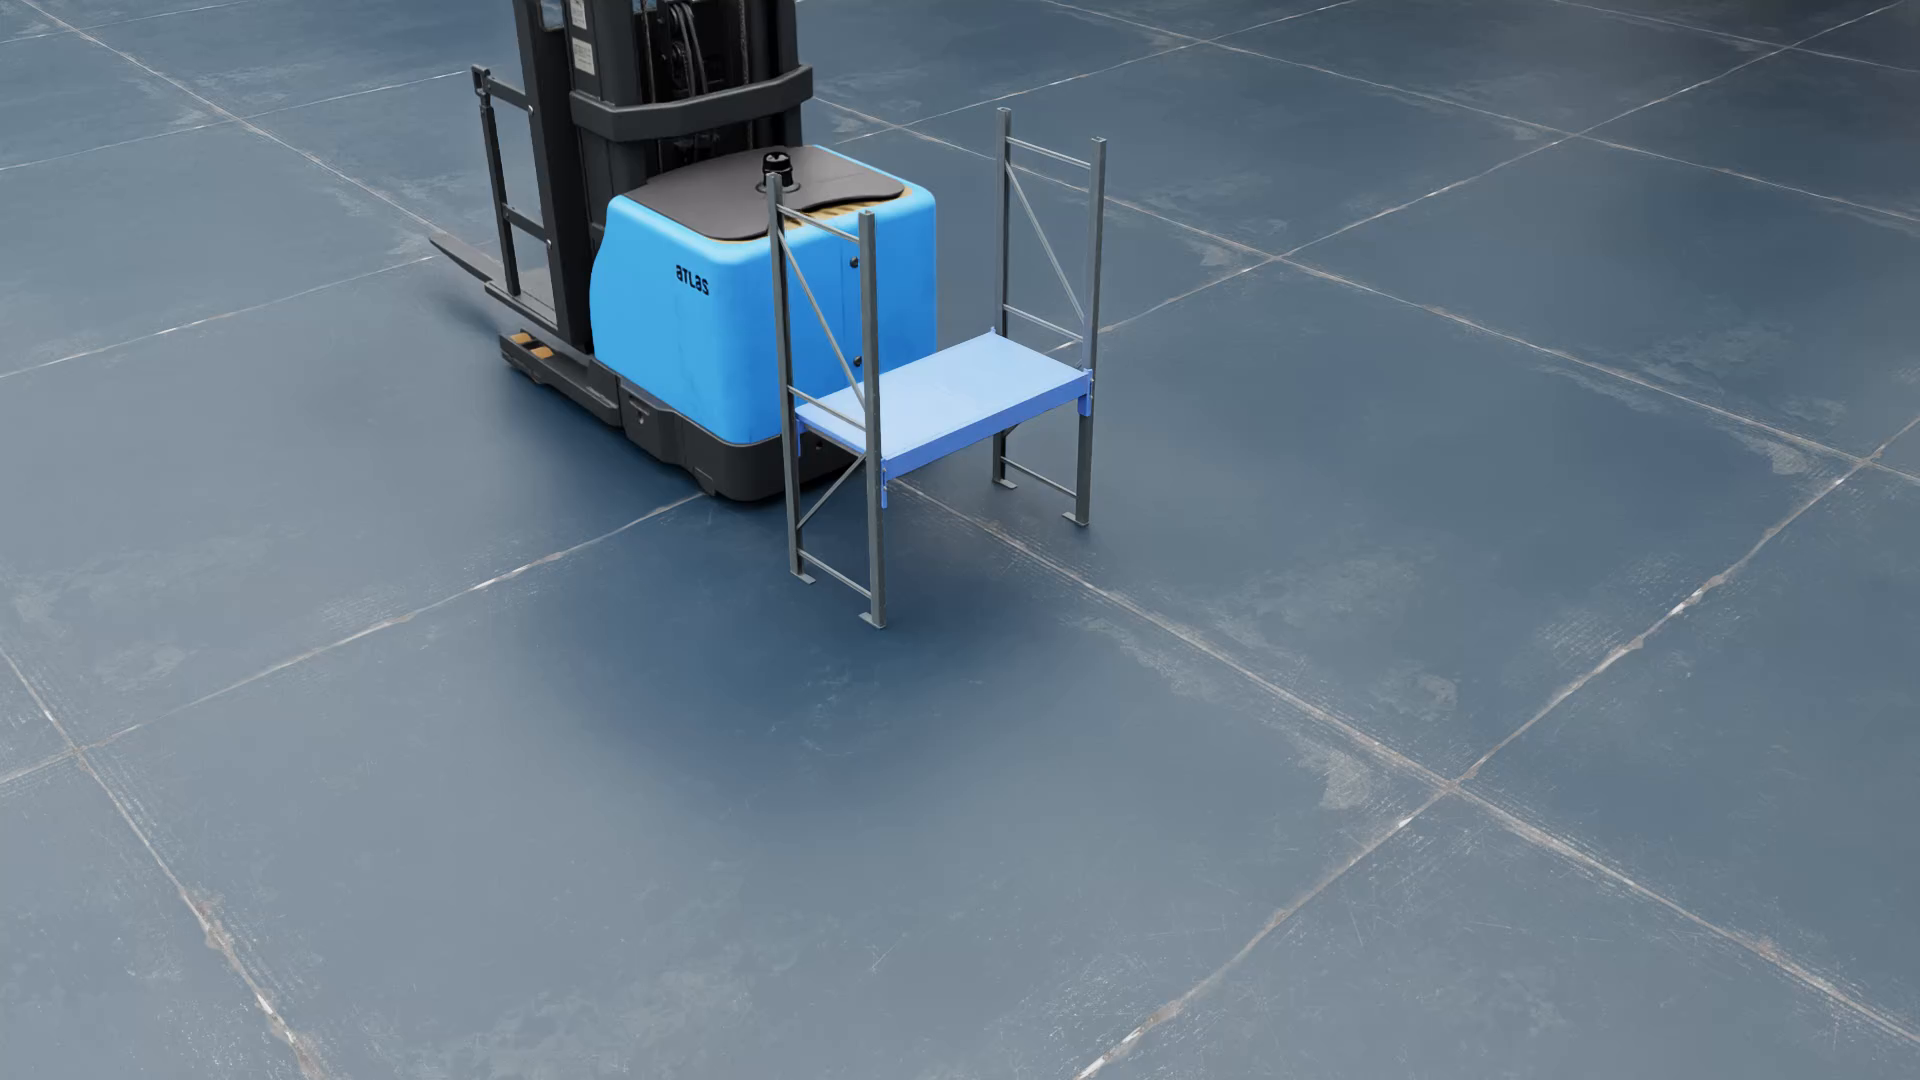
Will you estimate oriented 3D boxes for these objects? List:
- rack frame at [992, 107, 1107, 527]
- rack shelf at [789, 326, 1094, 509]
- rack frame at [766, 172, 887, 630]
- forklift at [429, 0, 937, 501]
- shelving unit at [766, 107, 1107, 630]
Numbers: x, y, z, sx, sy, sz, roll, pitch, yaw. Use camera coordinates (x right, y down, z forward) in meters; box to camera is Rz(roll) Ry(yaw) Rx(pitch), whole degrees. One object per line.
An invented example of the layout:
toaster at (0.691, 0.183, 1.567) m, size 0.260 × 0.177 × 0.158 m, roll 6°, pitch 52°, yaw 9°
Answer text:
rack frame at (0.310, -0.790, 6.104) m, size 0.032 × 1.500 × 0.500 m, roll -26°, pitch 40°, yaw -35°
rack shelf at (-0.063, -0.456, 5.903) m, size 1.000 × 0.185 × 0.538 m, roll -26°, pitch 40°, yaw -35°
rack frame at (-0.435, -0.429, 5.514) m, size 0.032 × 1.500 × 0.500 m, roll -26°, pitch 40°, yaw -35°
forklift at (-1.417, -2.092, 6.862) m, size 1.130 × 2.935 × 3.031 m, roll -24°, pitch 39°, yaw -34°
shelving unit at (-0.063, -0.610, 5.809) m, size 1.048 × 1.500 × 0.538 m, roll -26°, pitch 40°, yaw -35°
